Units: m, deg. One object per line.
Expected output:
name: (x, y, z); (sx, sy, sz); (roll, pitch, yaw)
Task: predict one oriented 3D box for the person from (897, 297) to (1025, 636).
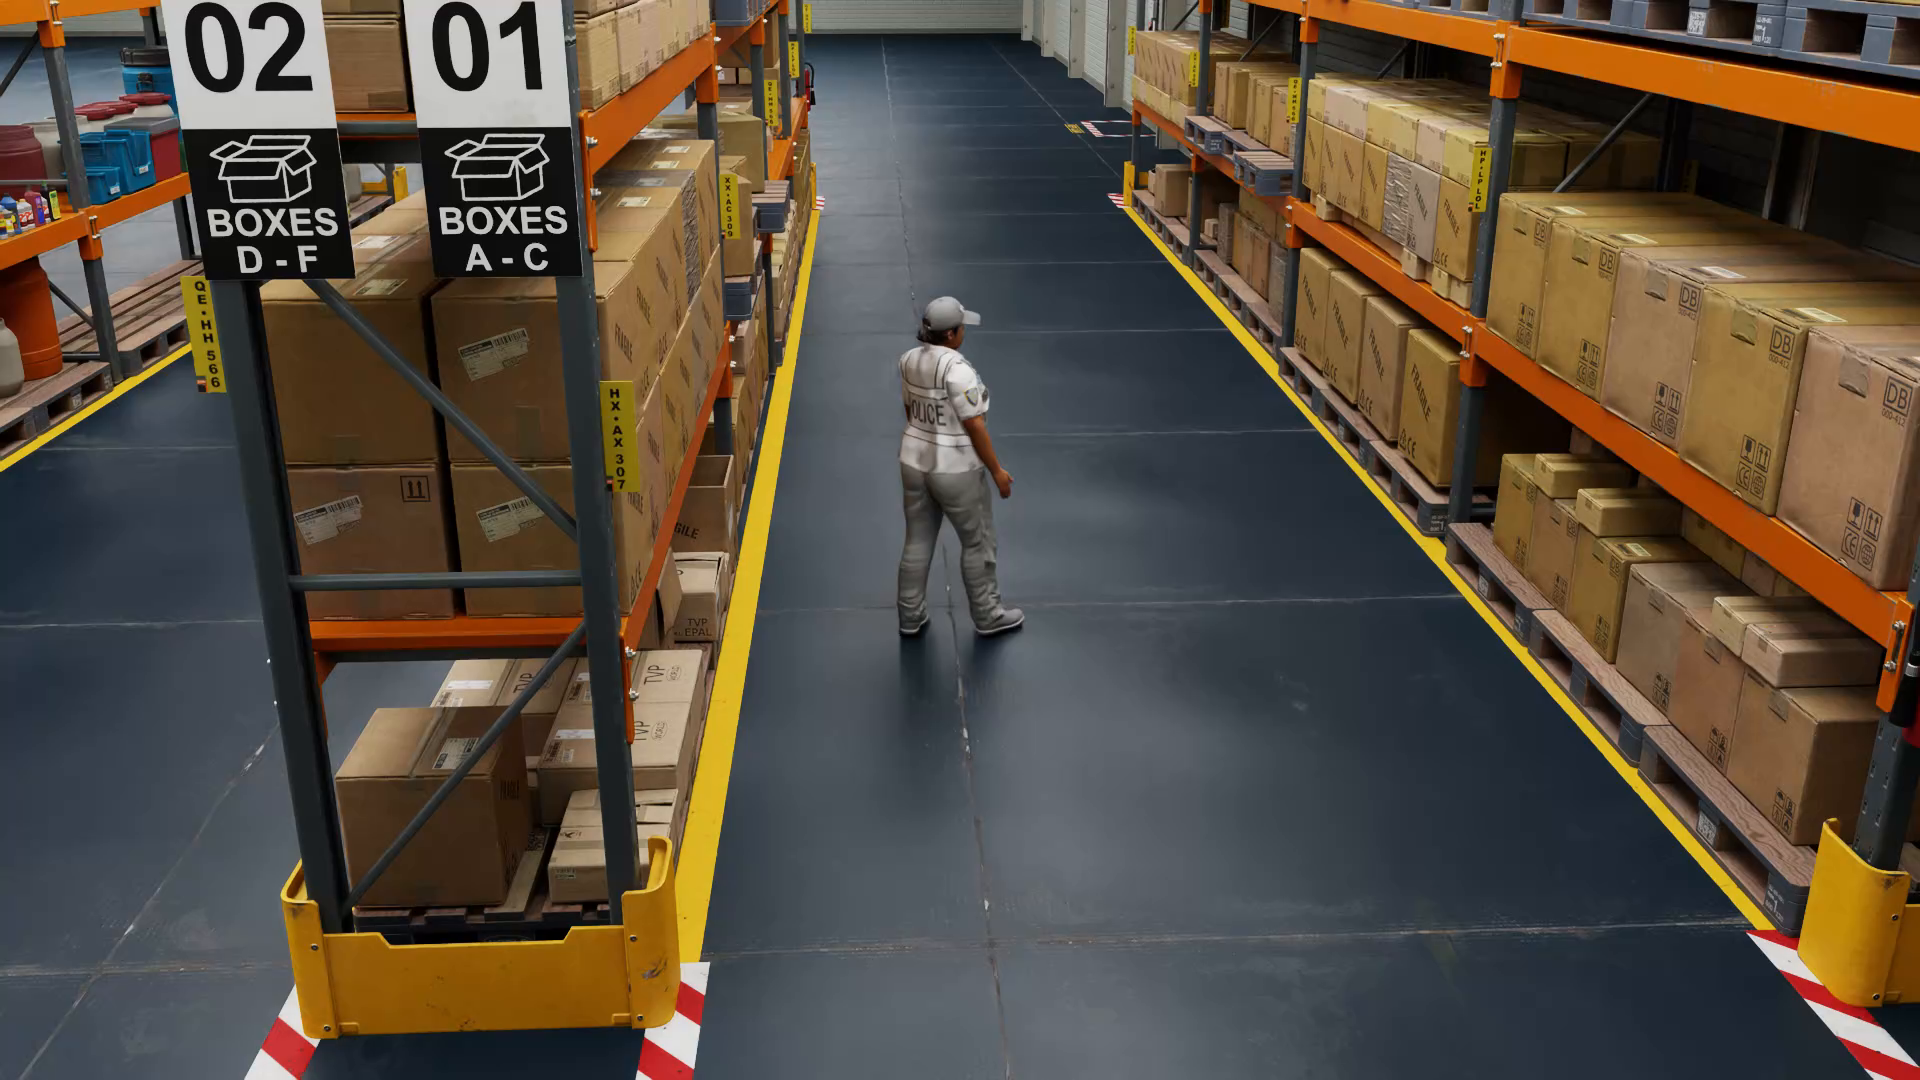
person: (-0.003, -0.348, 7.965); (0.565, 1.661, 0.585); (-19, 28, -41)
